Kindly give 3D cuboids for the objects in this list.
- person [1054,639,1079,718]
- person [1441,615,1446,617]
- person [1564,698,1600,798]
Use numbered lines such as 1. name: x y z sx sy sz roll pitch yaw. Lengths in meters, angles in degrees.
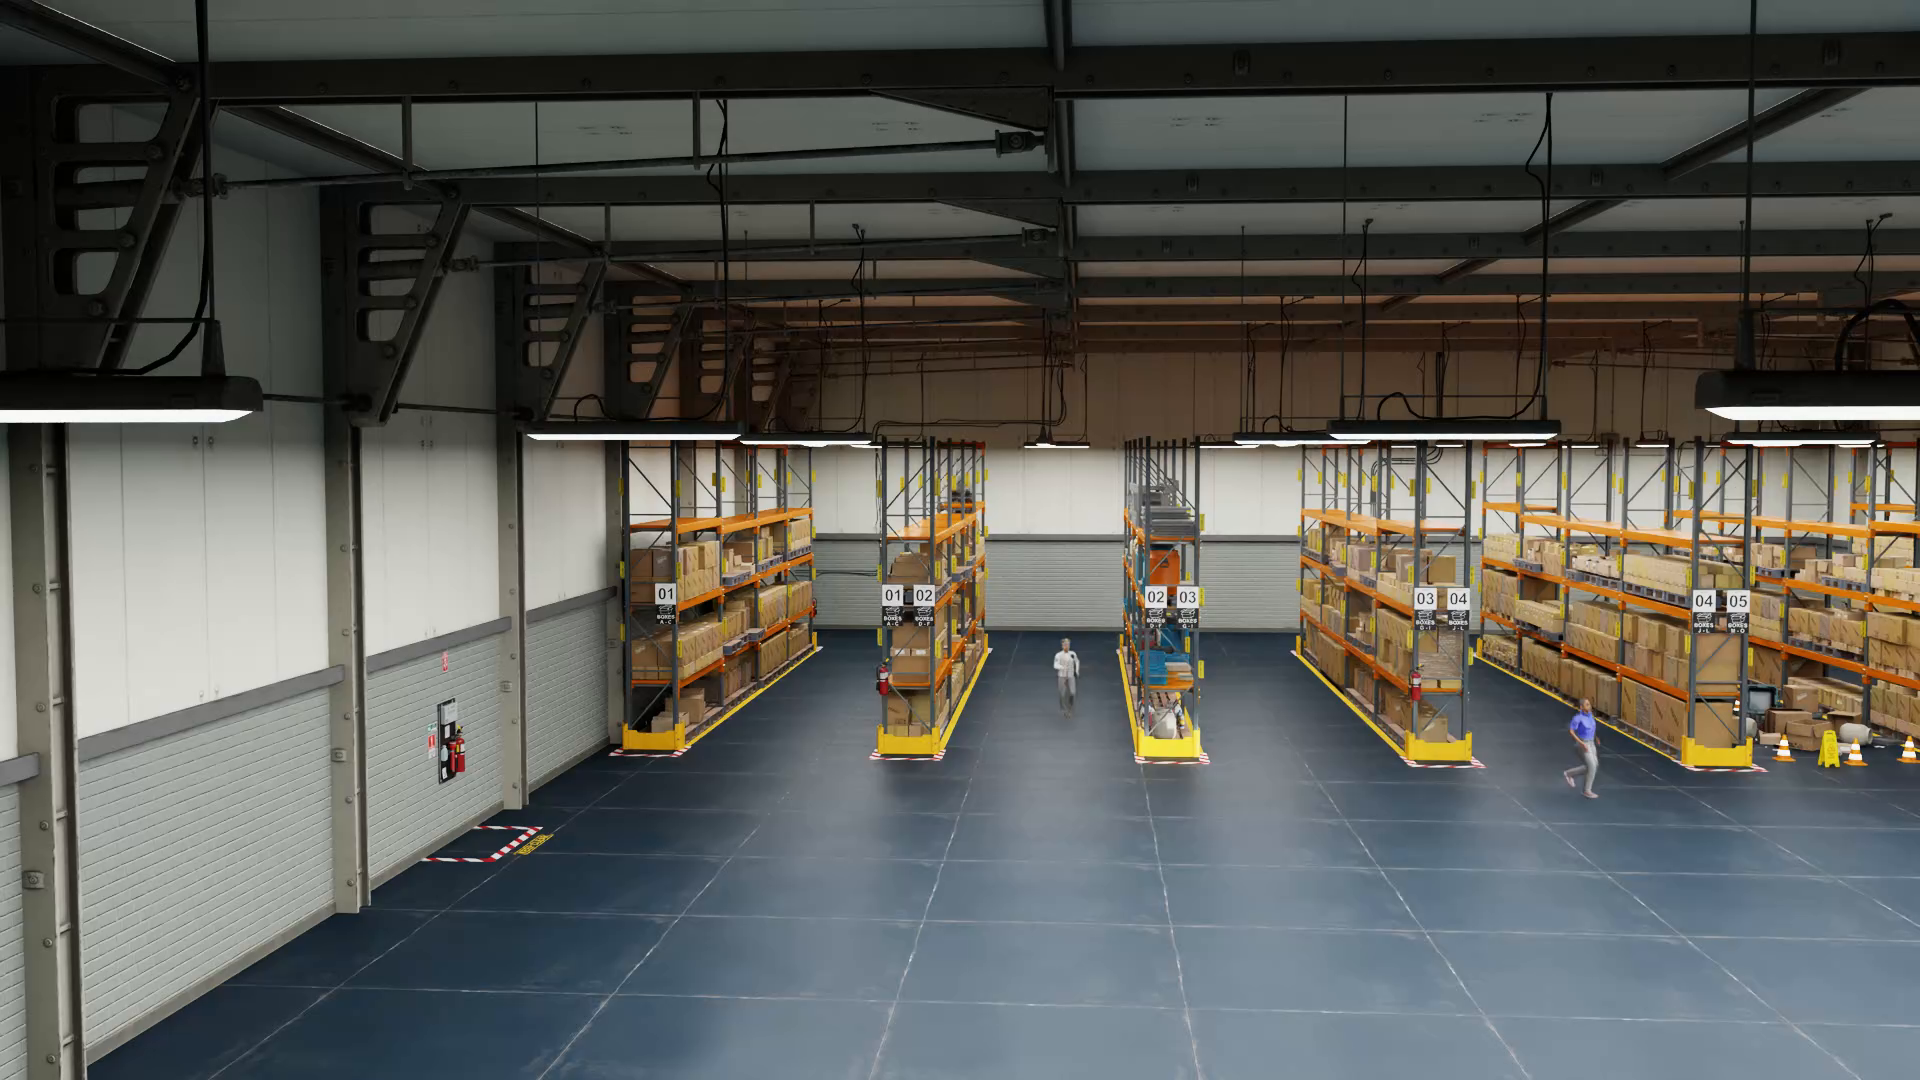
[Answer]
1. person: 2.301 2.968 35.731 0.579 1.718 0.695 0 3 -3
2. person: 13.407 2.385 46.879 0.837 1.631 0.649 -2 4 -39
3. person: 10.355 3.441 27.677 0.576 1.635 0.591 -3 4 -41
